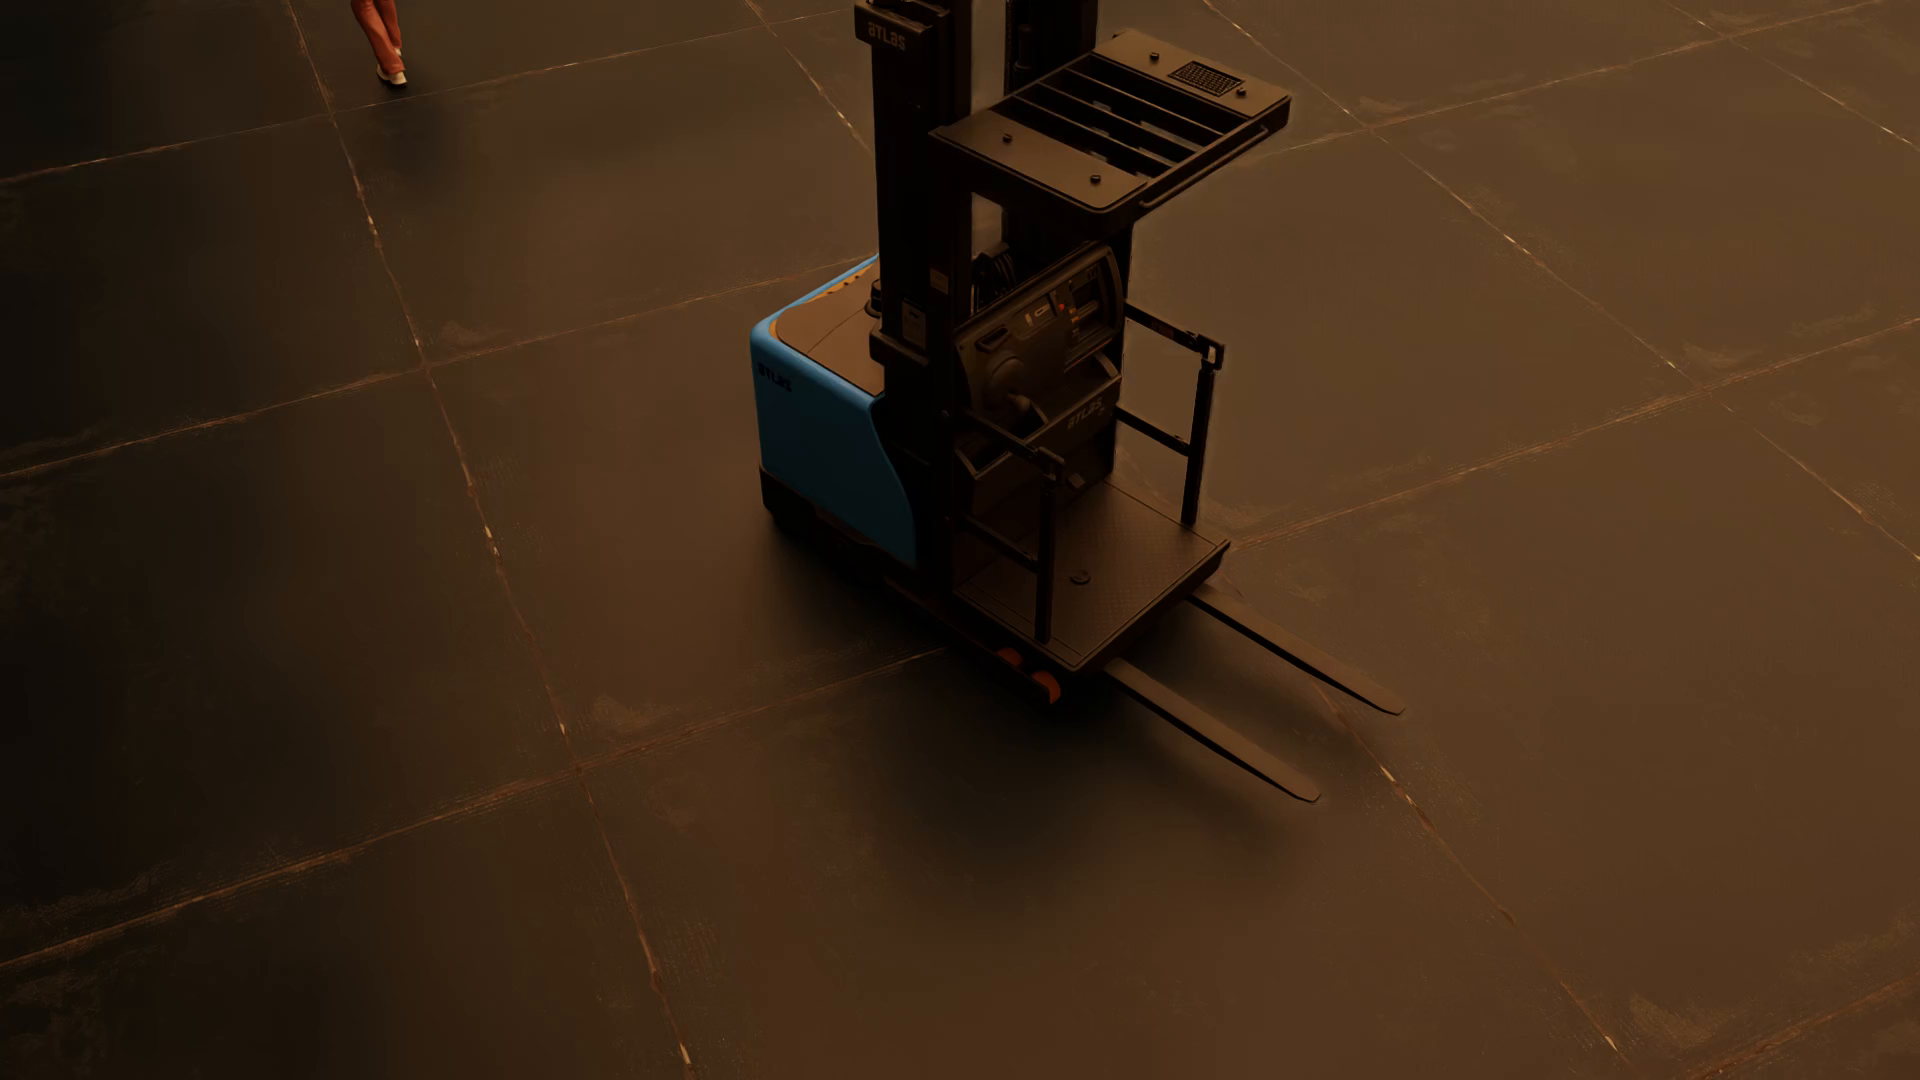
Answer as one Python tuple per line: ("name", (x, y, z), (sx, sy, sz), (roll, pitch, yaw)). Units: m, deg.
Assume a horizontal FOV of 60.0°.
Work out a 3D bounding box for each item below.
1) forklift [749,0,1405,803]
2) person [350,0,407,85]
("forklift", (0.482, -0.765, 6.500), (3.031, 2.935, 1.130), (32, 52, 30))
("person", (-3.830, -3.826, 10.728), (0.871, 1.655, 0.724), (-27, 49, -26))
